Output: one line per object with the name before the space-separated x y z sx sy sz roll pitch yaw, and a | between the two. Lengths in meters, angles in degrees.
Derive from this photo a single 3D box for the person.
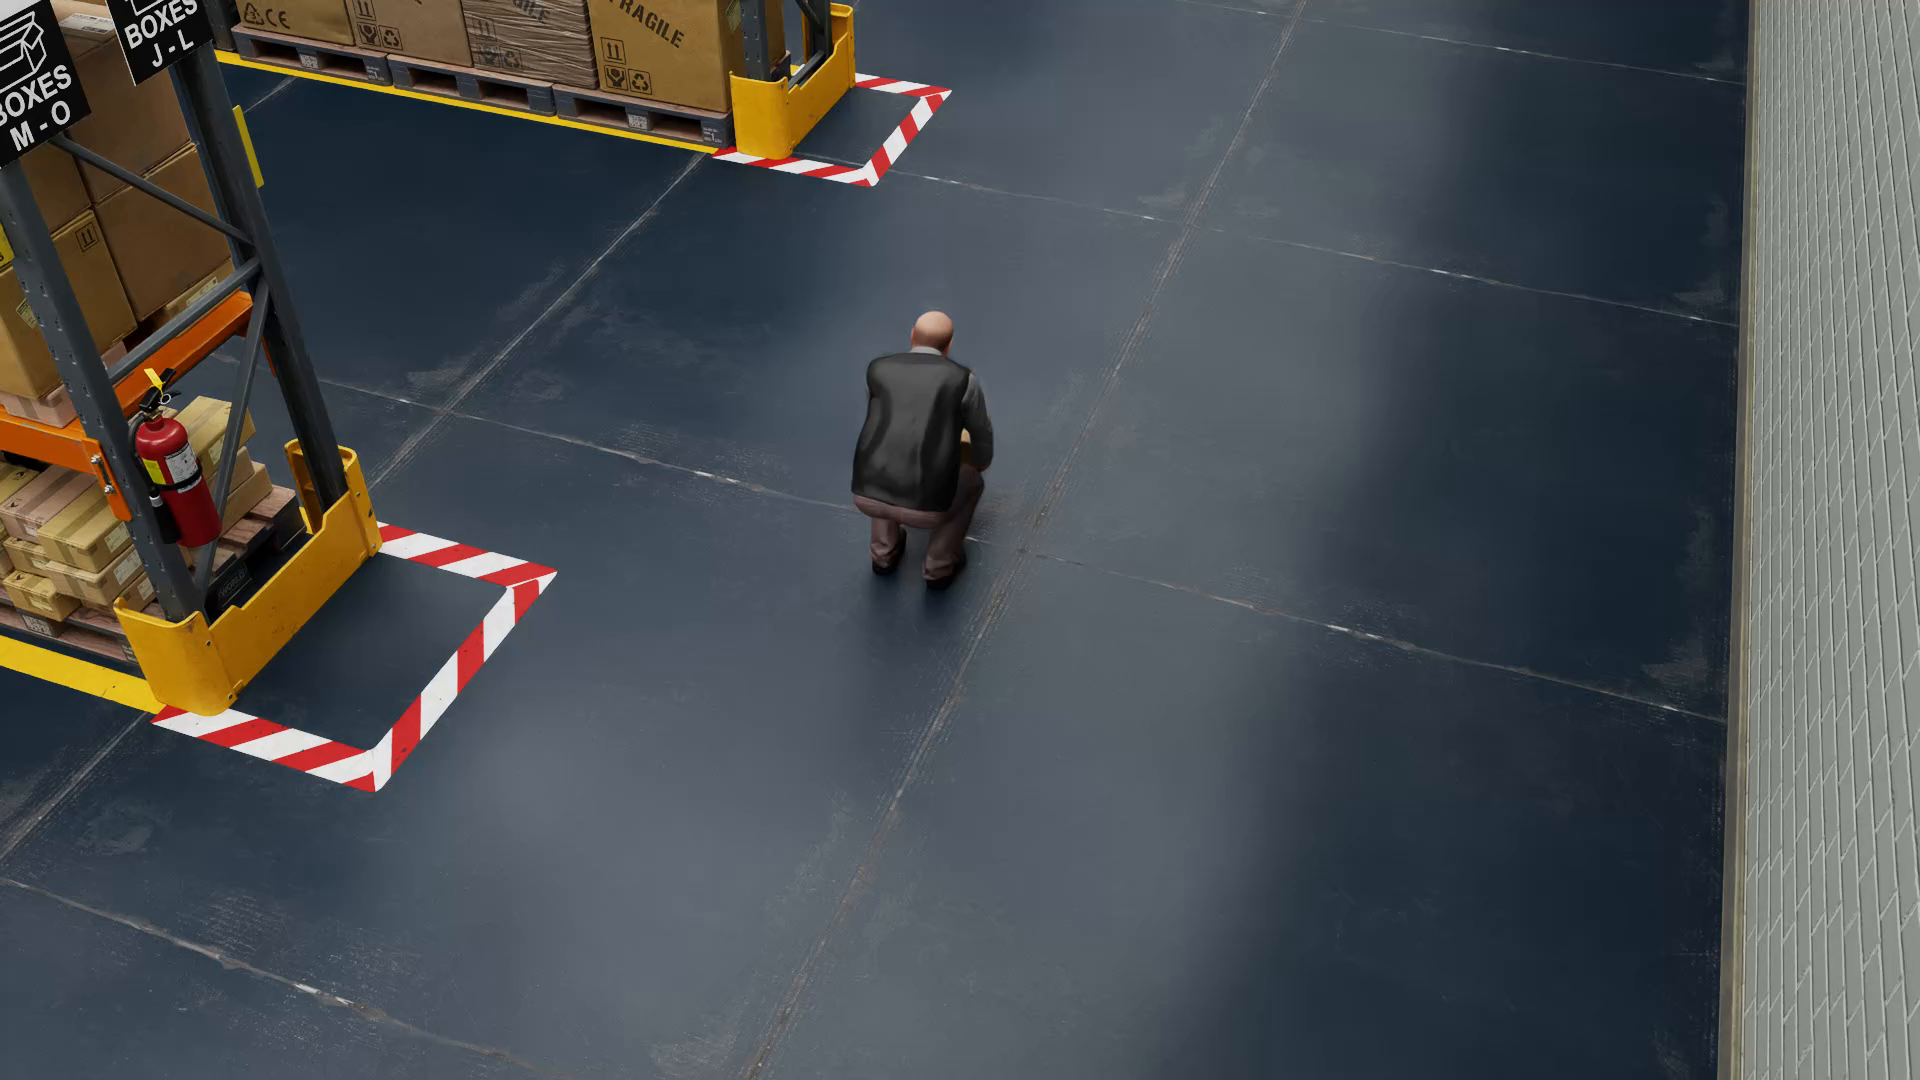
person | -0.186 -0.359 7.106 0.551 1.042 0.847 13 43 15
